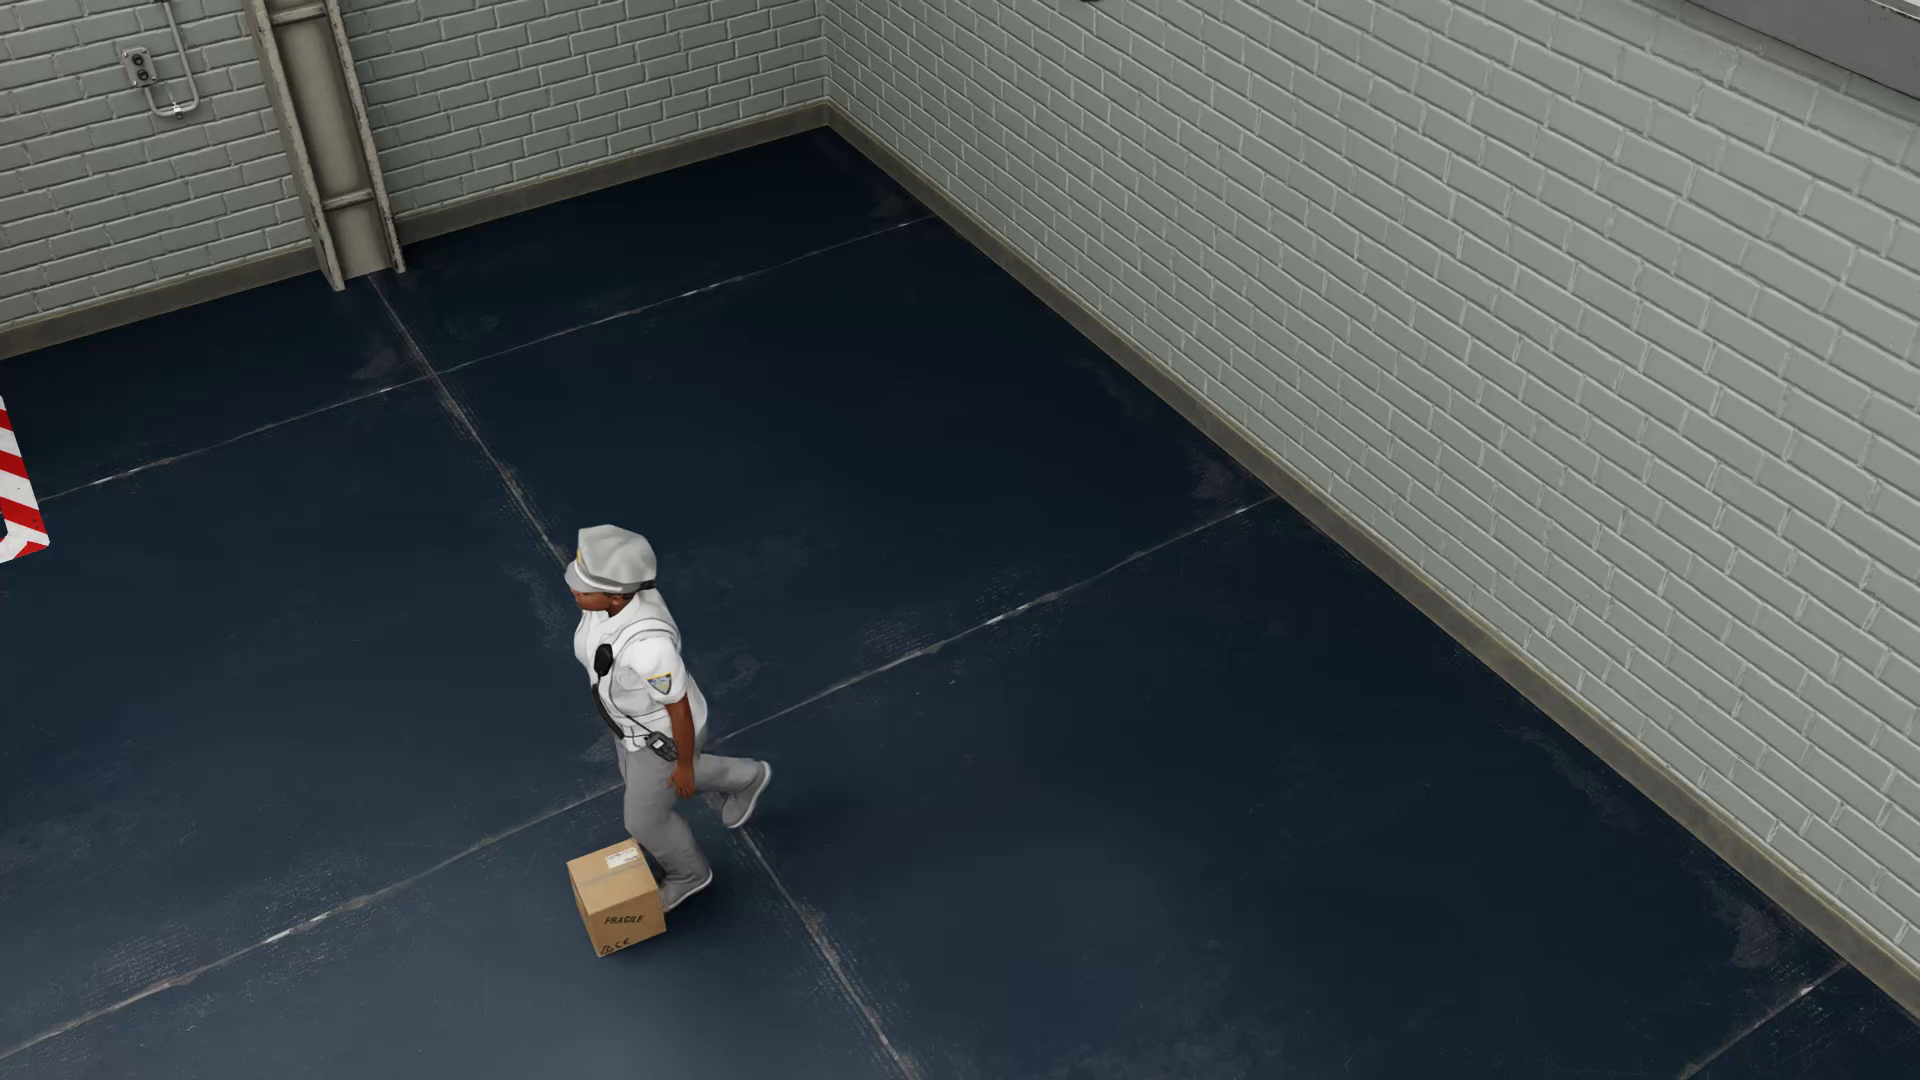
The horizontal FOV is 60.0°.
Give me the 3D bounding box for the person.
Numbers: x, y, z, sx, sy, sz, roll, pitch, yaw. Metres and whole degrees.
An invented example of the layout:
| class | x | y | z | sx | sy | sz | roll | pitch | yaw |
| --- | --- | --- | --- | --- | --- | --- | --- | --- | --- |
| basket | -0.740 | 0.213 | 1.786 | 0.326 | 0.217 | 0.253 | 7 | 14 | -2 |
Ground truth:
| class | x | y | z | sx | sy | sz | roll | pitch | yaw |
| --- | --- | --- | --- | --- | --- | --- | --- | --- | --- |
| person | -0.910 | 0.556 | 5.495 | 0.604 | 1.667 | 0.490 | -17 | 44 | -19 |
